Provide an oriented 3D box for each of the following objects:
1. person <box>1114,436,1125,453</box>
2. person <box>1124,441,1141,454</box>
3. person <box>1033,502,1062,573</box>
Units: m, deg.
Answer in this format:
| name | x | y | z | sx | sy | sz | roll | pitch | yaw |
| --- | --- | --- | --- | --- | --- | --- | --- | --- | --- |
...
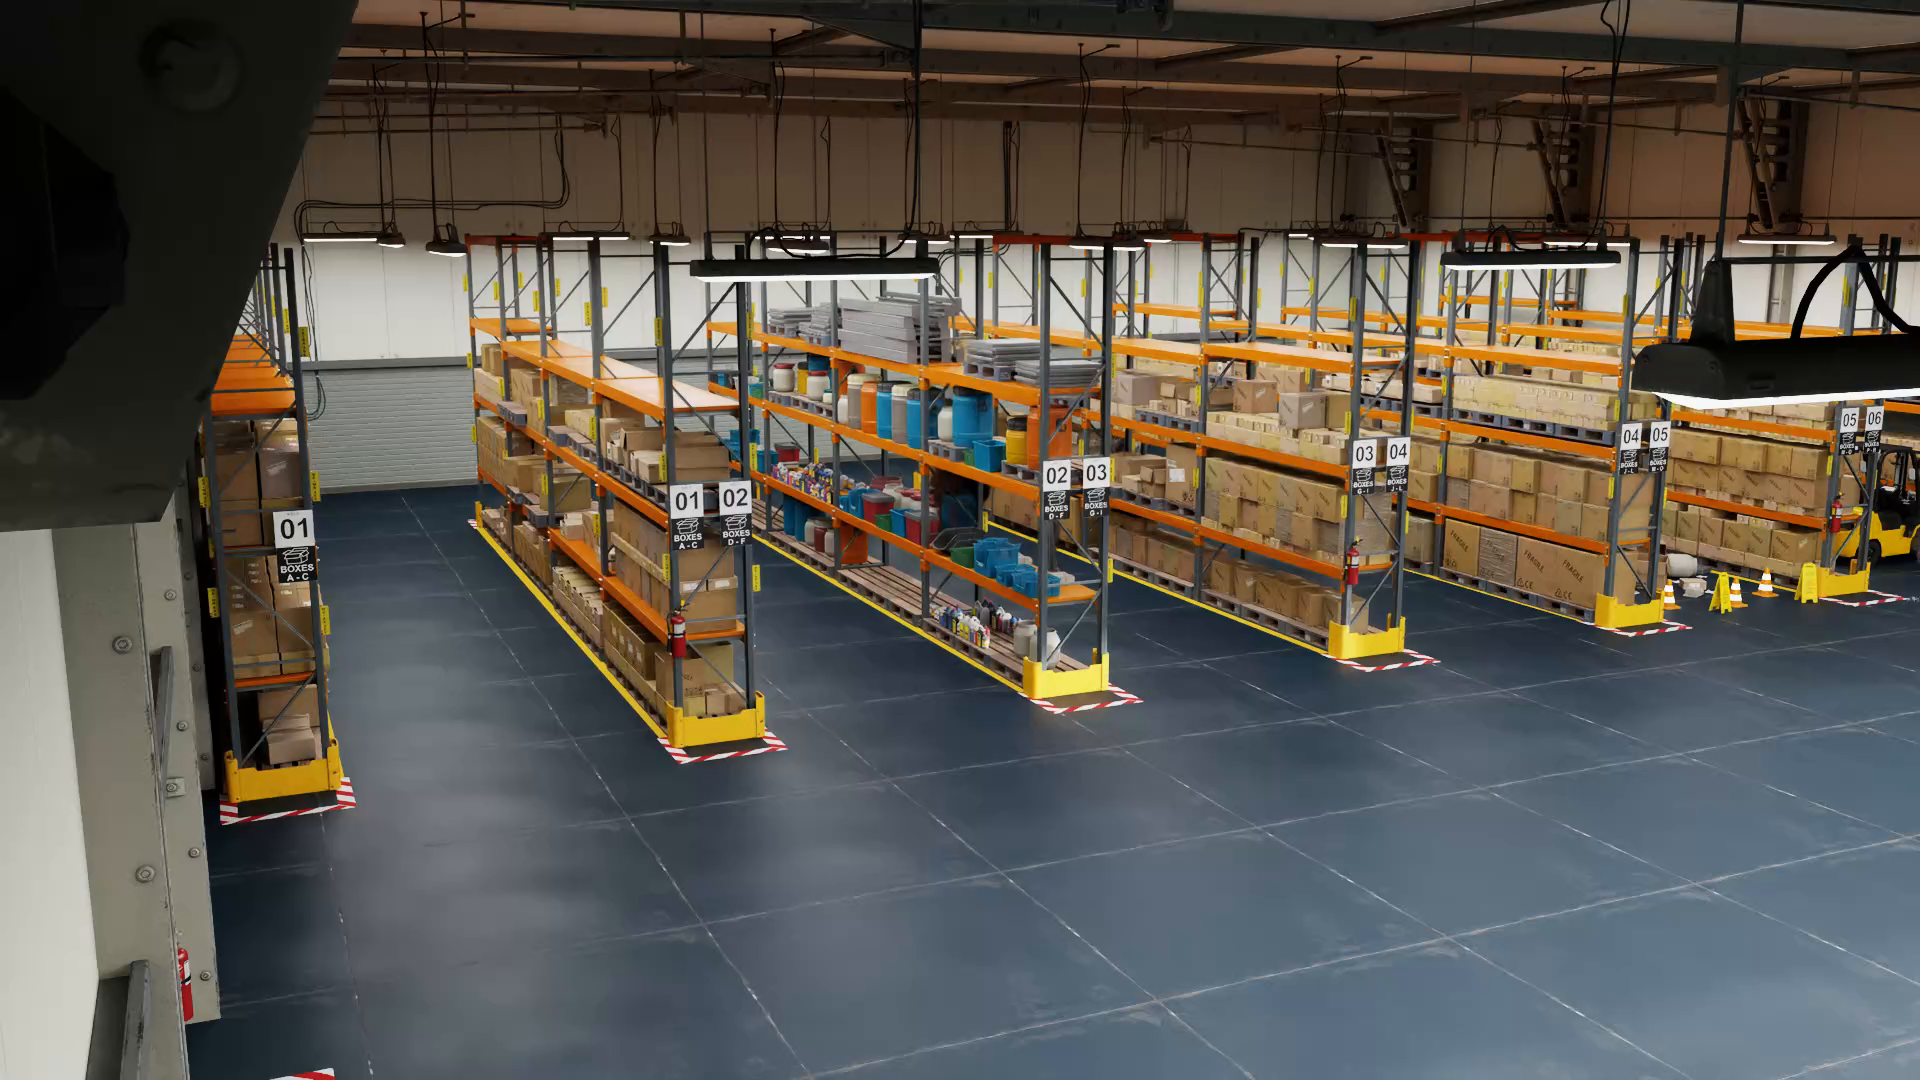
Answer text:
| name | x | y | z | sx | sy | sz | roll | pitch | yaw |
| --- | --- | --- | --- | --- | --- | --- | --- | --- | --- |
| person | 4.008 | -2.567 | 41.980 | 0.686 | 1.675 | 0.665 | -4 | 12 | -19 |
| person | 4.400 | -2.567 | 41.839 | 0.566 | 1.730 | 0.788 | 7 | 13 | 31 |
| person | 1.584 | -0.299 | 28.893 | 0.574 | 1.676 | 0.736 | -5 | 12 | -25 |
